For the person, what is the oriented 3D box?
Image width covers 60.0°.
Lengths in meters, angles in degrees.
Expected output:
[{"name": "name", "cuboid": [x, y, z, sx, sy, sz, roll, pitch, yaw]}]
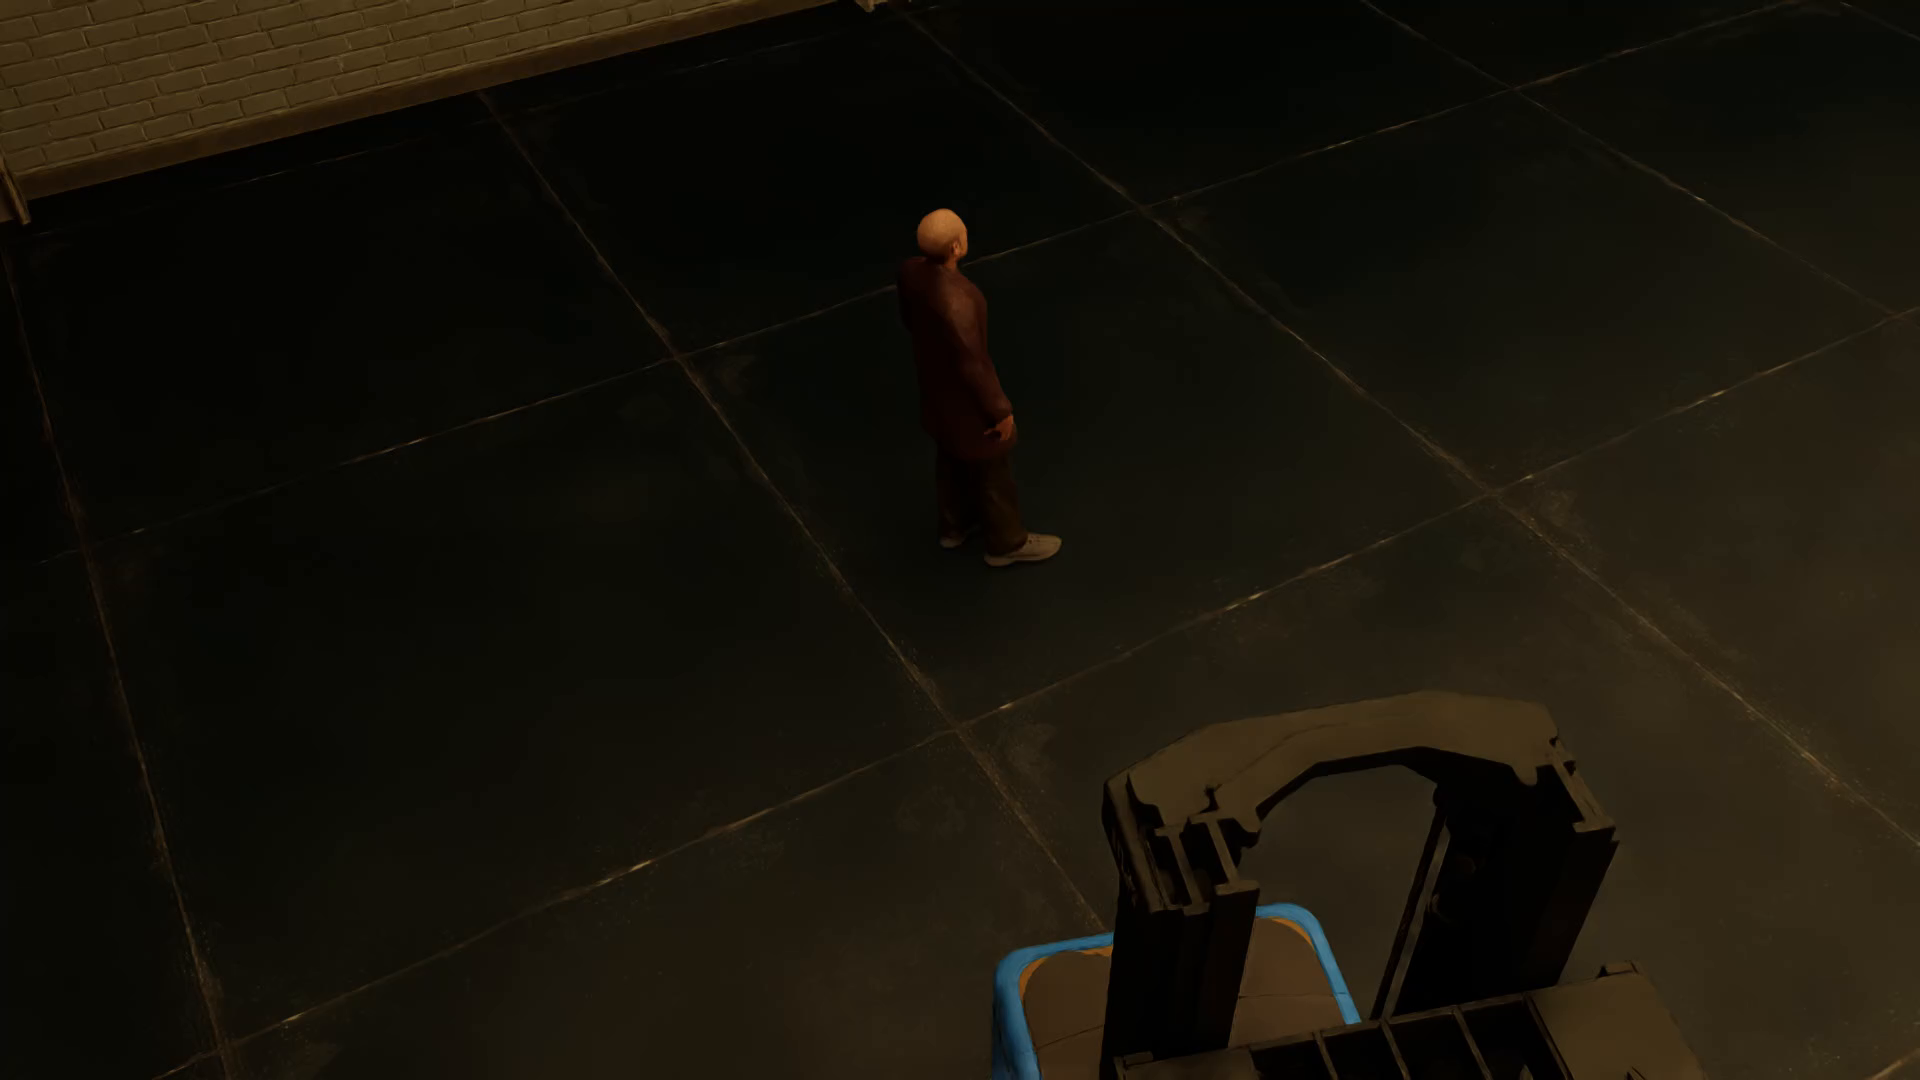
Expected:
[{"name": "person", "cuboid": [0.081, -0.685, 7.274, 0.580, 1.776, 0.694, -21, 47, -21]}]

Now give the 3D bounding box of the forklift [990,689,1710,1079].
[{"name": "forklift", "cuboid": [0.879, 1.860, 3.692, 1.130, 2.935, 3.031, -8, 43, -8]}]
